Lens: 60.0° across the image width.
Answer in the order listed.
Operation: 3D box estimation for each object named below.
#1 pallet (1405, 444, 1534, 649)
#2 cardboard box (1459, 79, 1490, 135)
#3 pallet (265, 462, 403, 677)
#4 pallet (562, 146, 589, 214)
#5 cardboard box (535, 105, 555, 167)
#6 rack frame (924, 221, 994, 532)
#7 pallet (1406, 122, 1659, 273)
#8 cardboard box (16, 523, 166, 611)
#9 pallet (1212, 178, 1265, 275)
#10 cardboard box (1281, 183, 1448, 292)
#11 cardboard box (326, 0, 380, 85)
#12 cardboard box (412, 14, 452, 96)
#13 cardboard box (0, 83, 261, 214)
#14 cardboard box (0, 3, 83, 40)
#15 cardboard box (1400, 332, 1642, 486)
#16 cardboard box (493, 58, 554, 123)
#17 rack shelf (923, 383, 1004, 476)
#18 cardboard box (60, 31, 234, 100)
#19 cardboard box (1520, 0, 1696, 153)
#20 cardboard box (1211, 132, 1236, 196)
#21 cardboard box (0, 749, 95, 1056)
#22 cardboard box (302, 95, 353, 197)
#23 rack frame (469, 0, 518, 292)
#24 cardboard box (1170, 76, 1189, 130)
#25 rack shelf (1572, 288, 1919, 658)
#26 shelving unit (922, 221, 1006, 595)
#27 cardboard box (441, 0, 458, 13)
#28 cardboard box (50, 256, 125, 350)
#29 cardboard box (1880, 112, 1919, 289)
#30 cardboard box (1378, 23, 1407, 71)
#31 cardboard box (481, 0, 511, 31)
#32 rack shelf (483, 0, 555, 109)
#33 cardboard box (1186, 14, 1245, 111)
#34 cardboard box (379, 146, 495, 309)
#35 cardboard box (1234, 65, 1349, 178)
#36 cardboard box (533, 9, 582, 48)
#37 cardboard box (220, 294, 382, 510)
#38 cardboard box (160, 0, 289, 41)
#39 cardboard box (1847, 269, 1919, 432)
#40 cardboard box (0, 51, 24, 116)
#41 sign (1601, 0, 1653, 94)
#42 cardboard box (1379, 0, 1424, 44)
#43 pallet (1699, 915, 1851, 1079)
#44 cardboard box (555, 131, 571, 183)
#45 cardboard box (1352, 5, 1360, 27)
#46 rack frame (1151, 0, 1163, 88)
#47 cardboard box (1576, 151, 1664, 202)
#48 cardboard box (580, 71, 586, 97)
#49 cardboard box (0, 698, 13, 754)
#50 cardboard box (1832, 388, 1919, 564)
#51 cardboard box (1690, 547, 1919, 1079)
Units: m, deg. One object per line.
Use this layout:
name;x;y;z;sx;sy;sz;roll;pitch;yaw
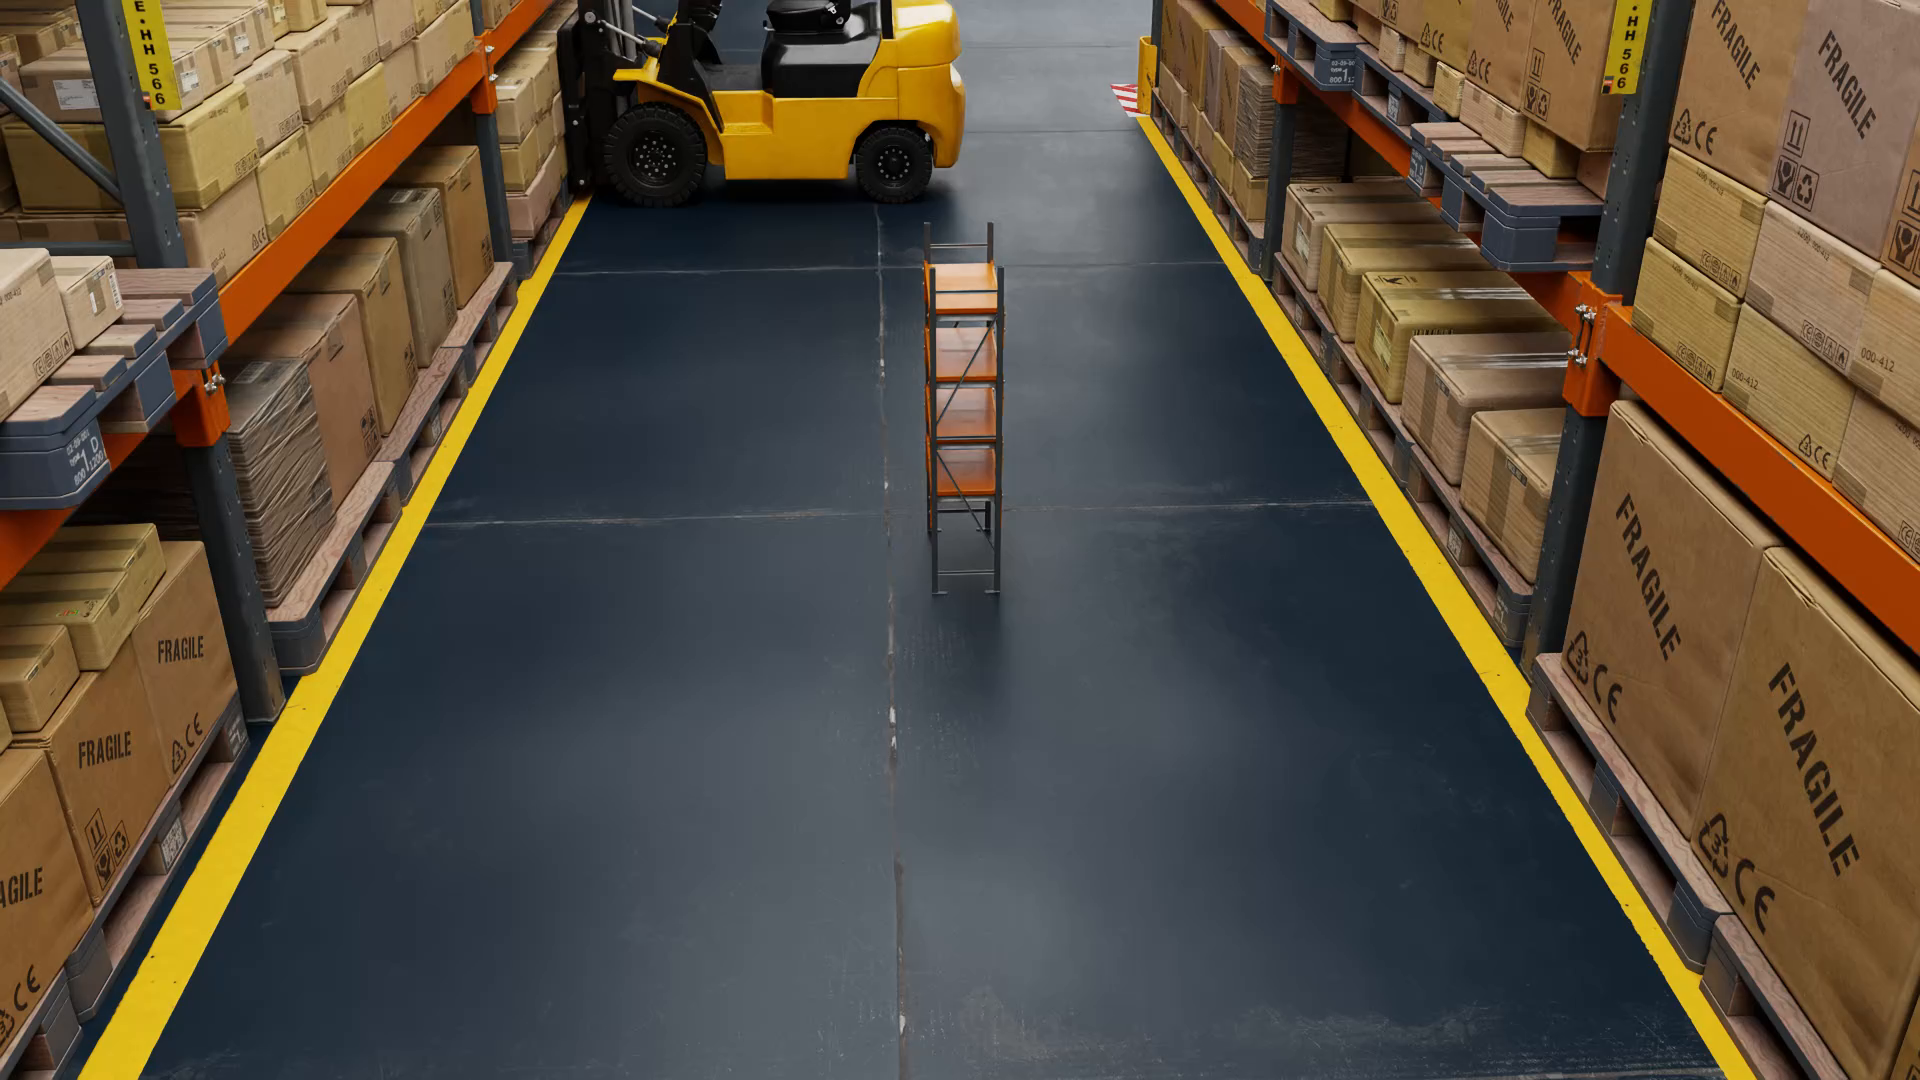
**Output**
pallet;2.292;-0.019;6.058;1.003;0.211;1.213;-1;28;-3
cardboard box;1.930;-1.469;5.640;0.380;0.149;0.250;-3;28;-5
pallet;-2.629;0.082;5.864;1.003;0.211;1.213;-1;28;-3
pallet;-2.900;-2.317;10.464;1.003;0.211;1.213;-1;28;-3
cardboard box;-2.579;-2.272;9.342;0.500;0.250;0.500;-2;28;-3
rack frame;-0.004;-0.568;6.042;0.240;1.200;0.015;-1;28;-3
pallet;2.188;-1.136;5.392;1.213;0.211;1.003;-1;28;-3
cardboard box;-2.346;0.083;4.394;0.380;0.149;0.250;-3;28;-5
pallet;2.052;-1.815;9.501;1.003;0.211;1.213;-1;28;-3
cardboard box;2.153;-1.521;8.310;0.950;0.372;0.625;-1;28;-2
cardboard box;-2.490;-1.848;6.171;0.500;0.250;0.500;-1;28;-2
cardboard box;-2.515;-2.095;7.186;0.500;0.250;0.500;-2;28;-3
cardboard box;-2.379;-1.140;4.813;0.500;0.250;0.500;-1;28;-3
cardboard box;-3.005;-1.601;5.267;0.380;0.149;0.250;-2;28;-4
cardboard box;2.266;-0.517;6.386;0.950;0.372;0.625;-2;28;-4
cardboard box;-2.562;-2.498;9.234;0.500;0.250;0.500;-1;28;-3
rack shelf;0.009;-0.396;5.857;0.258;0.148;0.480;-1;28;-3
cardboard box;-2.363;-1.382;4.847;0.380;0.149;0.250;-1;28;-2
cardboard box;2.030;-1.460;4.922;0.500;0.500;0.500;-2;28;-4
cardboard box;1.786;-2.221;9.784;0.500;0.250;0.500;-2;28;-4
cardboard box;-2.343;0.812;3.698;0.500;0.500;0.500;0;28;0
cardboard box;-2.459;-1.387;5.829;0.500;0.250;0.500;-2;28;-4
rack frame;-2.834;-2.620;8.030;1.000;3.000;0.127;-1;28;-3
cardboard box;1.699;-2.941;11.164;0.500;0.250;0.500;0;28;-1
rack shelf;2.436;0.348;3.117;1.077;0.370;4.000;-1;28;-3
shelving unit;0.009;-0.456;5.826;0.258;1.200;0.503;-1;28;-3
cardboard box;-2.553;-2.555;7.526;0.500;0.250;0.500;-2;28;-4
cardboard box;-2.208;-0.554;3.886;0.380;0.149;0.250;-1;28;-2
cardboard box;2.160;-0.680;3.122;0.500;0.500;0.500;-1;28;-1
cardboard box;1.876;-1.951;6.565;0.380;0.149;0.250;0;28;-1
cardboard box;-2.596;-2.876;8.412;0.500;0.500;0.500;-2;28;-4
rack shelf;-2.938;-3.225;9.967;1.077;0.370;4.000;-1;28;-3
cardboard box;1.731;-3.025;10.515;0.500;0.500;0.500;-1;28;-2
cardboard box;-2.796;-1.513;8.021;0.875;0.625;0.625;0;28;0
cardboard box;1.824;-2.308;9.140;0.500;0.500;0.500;-2;28;-3
cardboard box;-2.638;-3.204;10.588;0.500;0.250;0.500;-1;28;-2
cardboard box;-2.686;-0.496;6.072;0.875;0.625;0.625;-1;28;-1
cardboard box;-2.471;-1.736;5.526;0.380;0.149;0.250;-1;28;-2
cardboard box;2.151;-0.341;3.281;0.500;0.250;0.500;-1;28;-3
cardboard box;-2.844;-1.250;4.594;0.380;0.149;0.250;-1;28;-1
sign;1.790;-1.355;4.439;0.100;0.325;0.005;-1;28;-3
cardboard box;1.937;-2.184;6.310;0.500;0.500;0.500;-2;28;-5
pallet;2.358;1.270;3.587;1.003;0.211;1.213;-1;28;-3
cardboard box;-2.613;-2.290;9.916;0.500;0.250;0.500;-1;28;-2
cardboard box;1.932;-2.309;7.251;0.380;0.149;0.250;0;28;1
rack frame;1.914;-4.589;11.805;1.000;3.000;0.127;-1;28;-3
cardboard box;2.080;-1.115;4.962;0.380;0.149;0.250;0;28;-1
cardboard box;-2.642;-2.969;10.678;0.500;0.250;0.500;-2;28;-4
cardboard box;-2.363;0.454;3.683;0.380;0.149;0.250;-1;28;-1
cardboard box;2.172;-0.117;3.393;0.500;0.250;0.500;0;28;-1
cardboard box;2.327;0.594;3.710;0.875;0.875;0.875;-1;28;-2
